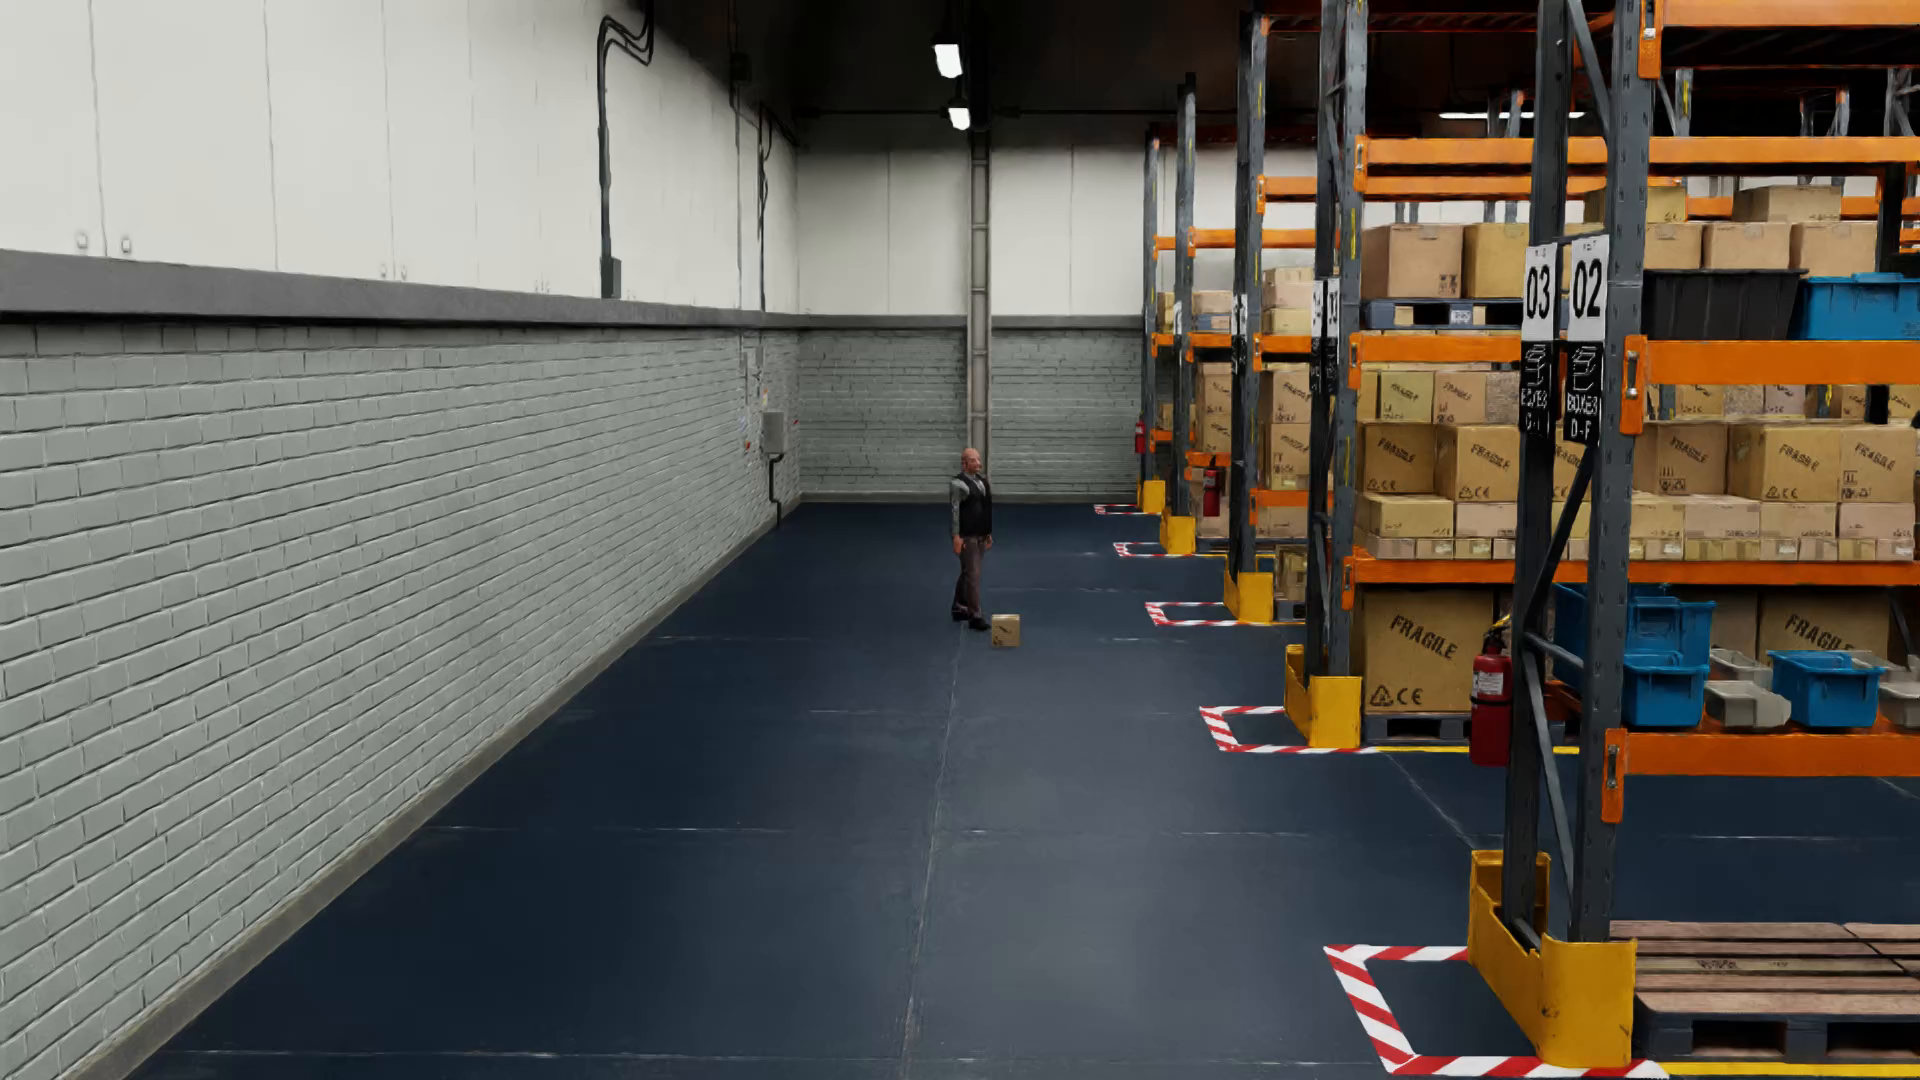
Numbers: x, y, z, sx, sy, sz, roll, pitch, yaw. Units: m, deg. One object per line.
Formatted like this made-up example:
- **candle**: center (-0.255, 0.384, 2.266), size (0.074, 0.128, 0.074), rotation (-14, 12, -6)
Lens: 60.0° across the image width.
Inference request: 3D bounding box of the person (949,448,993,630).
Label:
- **person**: center (0.147, -0.026, 16.044), size (0.596, 1.723, 0.538), rotation (4, 8, 30)
